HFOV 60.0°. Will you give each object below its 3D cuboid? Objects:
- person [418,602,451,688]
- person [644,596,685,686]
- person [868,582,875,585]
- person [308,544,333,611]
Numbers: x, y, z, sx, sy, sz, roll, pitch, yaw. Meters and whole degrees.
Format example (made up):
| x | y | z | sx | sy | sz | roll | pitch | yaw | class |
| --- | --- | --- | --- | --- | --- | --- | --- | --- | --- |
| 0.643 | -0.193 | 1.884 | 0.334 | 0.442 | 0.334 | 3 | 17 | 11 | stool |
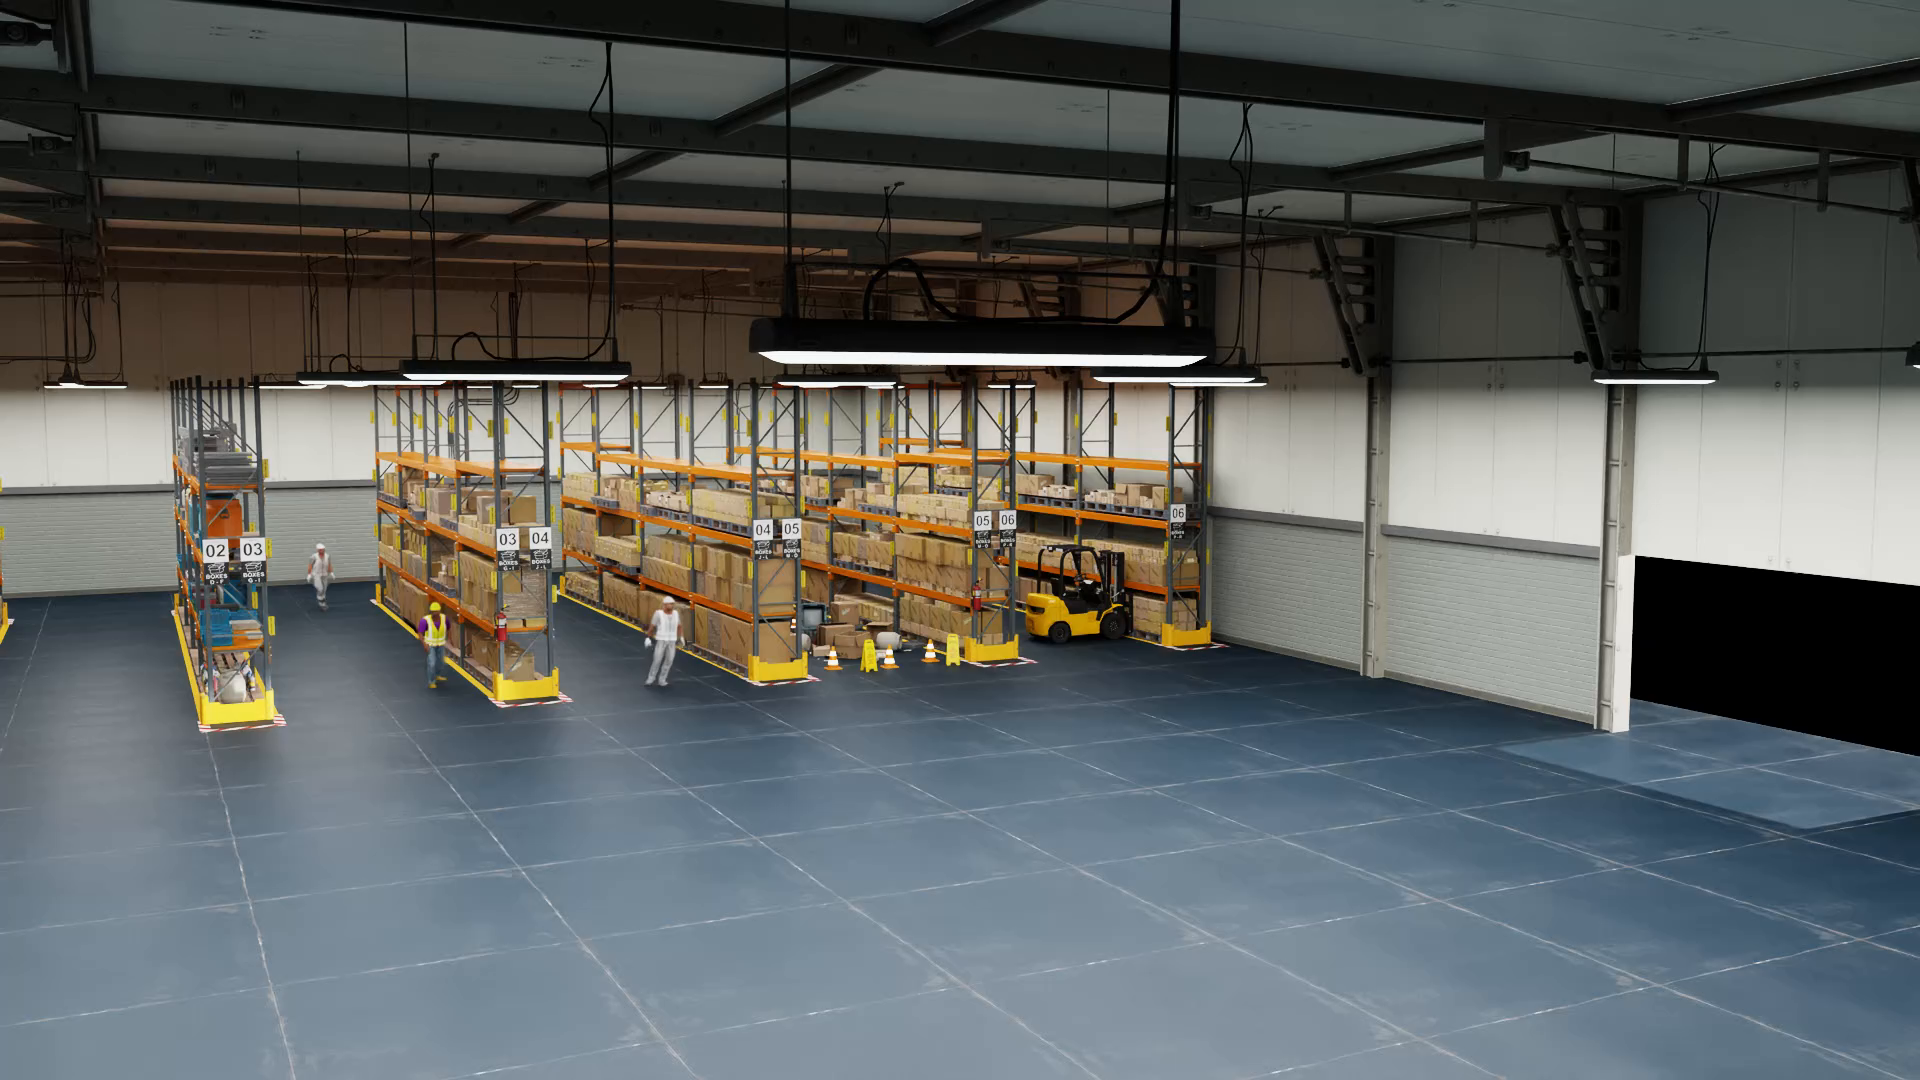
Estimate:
| x | y | z | sx | sy | sz | roll | pitch | yaw | class |
| --- | --- | --- | --- | --- | --- | --- | --- | --- | --- |
| -10.188 | 2.021 | 32.216 | 0.696 | 1.687 | 0.844 | -4 | 7 | -41 | person |
| -5.772 | 1.969 | 32.461 | 0.755 | 1.753 | 0.475 | -4 | 6 | -36 | person |
| -2.599 | 0.514 | 47.235 | 0.583 | 1.485 | 0.832 | -1 | 5 | -16 | person |
| -16.797 | 0.972 | 43.640 | 0.688 | 1.790 | 0.615 | 4 | 6 | 38 | person |
